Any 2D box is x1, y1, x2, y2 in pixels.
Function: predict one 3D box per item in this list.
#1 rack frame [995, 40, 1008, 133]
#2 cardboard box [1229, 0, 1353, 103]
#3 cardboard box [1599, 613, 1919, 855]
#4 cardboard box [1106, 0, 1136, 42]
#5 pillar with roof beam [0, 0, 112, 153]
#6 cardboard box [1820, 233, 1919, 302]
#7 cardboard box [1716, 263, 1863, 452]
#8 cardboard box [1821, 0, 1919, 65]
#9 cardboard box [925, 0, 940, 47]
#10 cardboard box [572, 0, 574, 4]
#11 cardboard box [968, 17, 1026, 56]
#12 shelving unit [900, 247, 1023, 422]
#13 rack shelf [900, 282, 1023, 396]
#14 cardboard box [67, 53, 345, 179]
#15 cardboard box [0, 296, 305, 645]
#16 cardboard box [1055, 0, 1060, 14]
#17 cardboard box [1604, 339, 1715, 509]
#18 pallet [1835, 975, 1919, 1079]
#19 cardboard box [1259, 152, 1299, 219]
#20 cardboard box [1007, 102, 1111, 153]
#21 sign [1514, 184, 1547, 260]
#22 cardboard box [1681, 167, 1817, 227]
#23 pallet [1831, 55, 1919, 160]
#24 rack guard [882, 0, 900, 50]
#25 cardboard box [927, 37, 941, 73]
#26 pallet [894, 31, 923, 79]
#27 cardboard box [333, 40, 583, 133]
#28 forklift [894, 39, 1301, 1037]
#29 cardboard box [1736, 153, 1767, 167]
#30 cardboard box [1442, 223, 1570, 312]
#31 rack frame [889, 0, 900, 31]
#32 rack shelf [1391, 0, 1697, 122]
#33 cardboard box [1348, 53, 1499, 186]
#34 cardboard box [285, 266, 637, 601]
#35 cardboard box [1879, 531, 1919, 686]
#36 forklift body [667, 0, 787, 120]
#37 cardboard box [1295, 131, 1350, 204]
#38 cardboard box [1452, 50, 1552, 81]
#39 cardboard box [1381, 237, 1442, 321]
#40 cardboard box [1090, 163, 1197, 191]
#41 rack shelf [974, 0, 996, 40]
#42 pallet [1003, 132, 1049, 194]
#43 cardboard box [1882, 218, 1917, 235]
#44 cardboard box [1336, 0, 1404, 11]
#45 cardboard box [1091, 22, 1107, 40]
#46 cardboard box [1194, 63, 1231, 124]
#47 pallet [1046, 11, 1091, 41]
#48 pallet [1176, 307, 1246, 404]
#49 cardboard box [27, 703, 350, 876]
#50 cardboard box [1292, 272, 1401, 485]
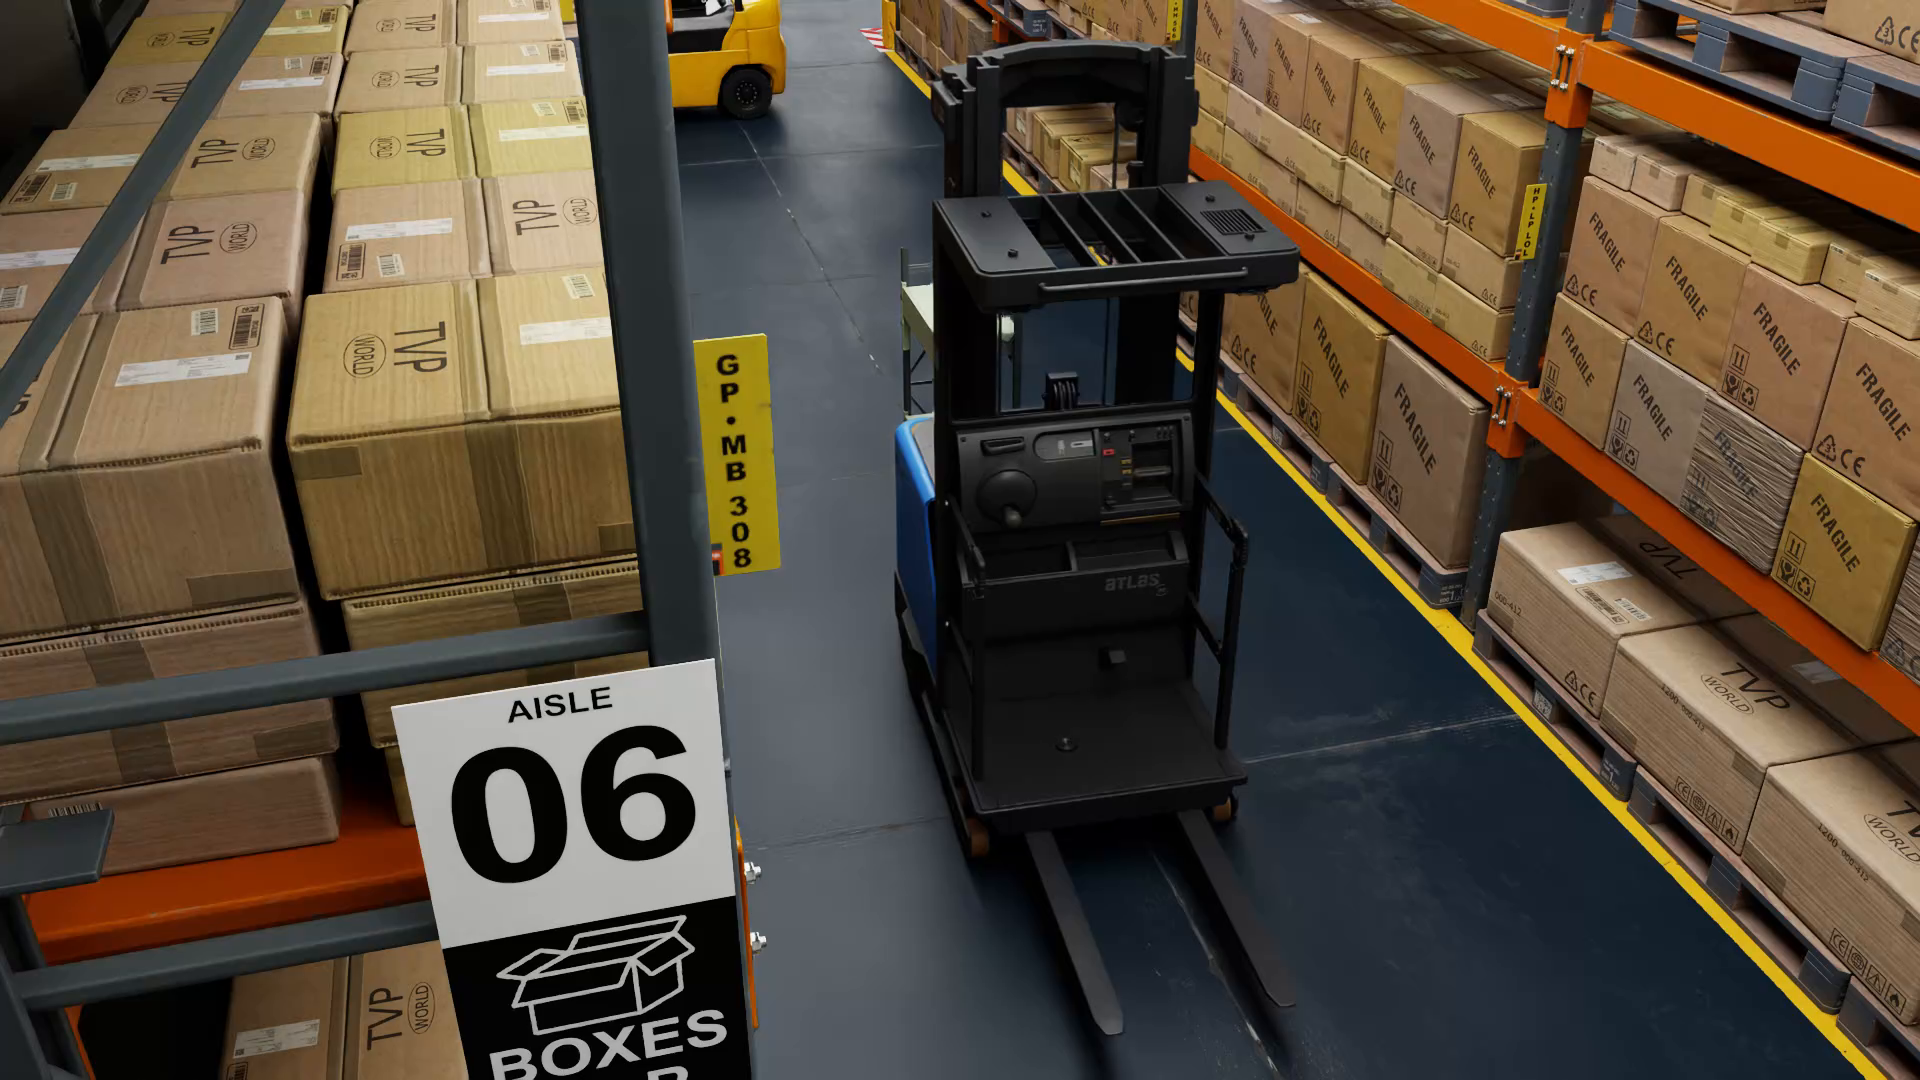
[{"bbox_3d":[0.796,-4.808,14.062,1.000,3.000,0.127,-8,31,-13],"label":"rack frame"},{"bbox_3d":[1.894,-2.843,9.570,0.500,0.500,0.500,-8,31,-13],"label":"cardboard box"},{"bbox_3d":[3.221,0.733,6.628,0.875,0.438,0.875,-9,31,-15],"label":"cardboard box"},{"bbox_3d":[1.322,-3.661,11.264,0.500,0.500,0.500,-8,31,-14],"label":"cardboard box"},{"bbox_3d":[1.601,-2.995,4.942,9.100,9.000,0.400,-8,31,-13],"label":"pillar with roof beam"},{"bbox_3d":[3.141,-0.904,5.571,0.380,0.149,0.250,-8,31,-13],"label":"cardboard box"},{"bbox_3d":[3.066,-0.664,5.805,0.500,0.500,0.500,-7,31,-12],"label":"cardboard box"},{"bbox_3d":[3.309,-1.865,5.361,0.797,0.503,0.637,-5,31,-9],"label":"cardboard box"},{"bbox_3d":[-0.043,-5.123,16.184,0.500,0.500,0.500,-7,31,-12],"label":"cardboard box"},{"bbox_3d":[-1.596,-2.024,5.989,0.380,0.149,0.250,-8,31,-13],"label":"cardboard box"},{"bbox_3d":[0.381,-4.374,14.890,0.500,0.500,0.500,-8,31,-14],"label":"cardboard box"},{"bbox_3d":[-0.002,-0.652,8.380,0.431,1.500,0.755,-8,31,-13],"label":"shelving unit"},{"bbox_3d":[-0.002,-0.990,8.184,0.431,0.370,0.720,-8,31,-13],"label":"rack shelf"},{"bbox_3d":[-1.581,-0.850,3.584,0.500,0.250,0.500,-8,31,-13],"label":"cardboard box"},{"bbox_3d":[-1.190,-0.106,2.299,0.500,0.250,0.500,-9,31,-15],"label":"cardboard box"},{"bbox_3d":[0.937,-4.074,12.626,0.380,0.149,0.250,-8,31,-13],"label":"cardboard box"},{"bbox_3d":[2.921,-0.482,6.489,0.500,0.500,0.500,-8,31,-13],"label":"cardboard box"},{"bbox_3d":[3.694,1.819,5.397,1.003,0.211,1.213,-8,31,-13],"label":"pallet"},{"bbox_3d":[2.032,-2.042,9.432,0.500,0.250,0.500,-7,31,-12],"label":"cardboard box"},{"bbox_3d":[0.938,-3.599,14.178,0.950,0.372,0.625,-7,31,-13],"label":"cardboard box"},{"bbox_3d":[2.399,-1.334,6.984,0.100,0.325,0.005,-8,31,-13],"label":"sign"},{"bbox_3d":[2.945,-1.274,6.212,0.380,0.149,0.250,-8,31,-14],"label":"cardboard box"},{"bbox_3d":[3.447,-1.219,4.956,1.003,0.211,1.213,-8,31,-13],"label":"pallet"},{"bbox_3d":[-0.245,-5.621,17.963,1.175,0.500,0.348,-8,31,-13],"label":"rack guard"},{"bbox_3d":[-0.033,-4.796,16.367,0.500,0.250,0.500,-6,31,-10],"label":"cardboard box"},{"bbox_3d":[-0.064,-5.099,17.349,1.003,0.211,1.213,-8,31,-13],"label":"pallet"},{"bbox_3d":[-1.087,-0.910,3.688,0.500,0.250,0.500,-7,31,-12],"label":"cardboard box"},{"bbox_3d":[0.495,-0.218,6.200,1.130,2.935,3.031,-6,31,-10],"label":"forklift"},{"bbox_3d":[3.274,-1.453,6.520,0.380,0.149,0.250,-7,31,-12],"label":"cardboard box"},{"bbox_3d":[2.568,-1.276,7.611,0.500,0.250,0.500,-8,31,-13],"label":"cardboard box"},{"bbox_3d":[-0.265,-6.740,17.400,1.000,3.000,0.127,-8,31,-13],"label":"rack frame"},{"bbox_3d":[2.389,-2.897,8.484,1.077,0.370,4.000,-8,31,-13],"label":"rack shelf"},{"bbox_3d":[2.299,-2.099,8.284,0.500,0.500,0.500,-7,31,-12],"label":"cardboard box"},{"bbox_3d":[-0.679,-0.177,2.420,0.500,0.250,0.500,-8,31,-14],"label":"cardboard box"},{"bbox_3d":[3.333,0.255,5.215,0.500,0.500,0.500,-7,31,-12],"label":"cardboard box"},{"bbox_3d":[-2.788,-5.037,15.306,2.313,2.155,1.214,-8,31,-13],"label":"forklift body"},{"bbox_3d":[2.133,-2.011,8.881,0.500,0.250,0.500,-7,31,-12],"label":"cardboard box"},{"bbox_3d":[2.788,-2.155,8.382,0.500,0.500,0.500,-9,31,-15],"label":"cardboard box"},{"bbox_3d":[2.424,-1.308,8.166,0.500,0.250,0.500,-8,31,-14],"label":"cardboard box"},{"bbox_3d":[1.514,-2.550,12.365,0.950,0.372,0.625,-8,31,-14],"label":"cardboard box"},{"bbox_3d":[0.265,-5.463,15.911,1.077,0.370,4.000,-8,31,-13],"label":"rack shelf"},{"bbox_3d":[1.004,-3.225,14.112,1.003,0.211,1.213,-8,31,-13],"label":"pallet"},{"bbox_3d":[3.516,-1.095,5.902,0.380,0.149,0.250,-8,31,-14],"label":"cardboard box"},{"bbox_3d":[2.392,-2.890,9.651,0.500,0.500,0.500,-7,31,-12],"label":"cardboard box"},{"bbox_3d":[1.147,-3.565,11.747,0.380,0.149,0.250,-7,31,-12],"label":"cardboard box"},{"bbox_3d":[1.754,-2.750,10.157,0.500,0.250,0.500,-8,31,-14],"label":"cardboard box"},{"bbox_3d":[1.293,-3.744,12.415,1.003,0.211,1.213,-8,31,-13],"label":"pallet"},{"bbox_3d":[1.995,-1.278,10.748,1.003,0.211,1.213,-8,31,-13],"label":"pallet"},{"bbox_3d":[-1.111,0.336,2.431,0.380,0.149,0.250,-7,31,-12],"label":"cardboard box"},{"bbox_3d":[2.431,-0.930,9.065,0.875,0.875,0.875,-7,31,-12],"label":"cardboard box"}]
